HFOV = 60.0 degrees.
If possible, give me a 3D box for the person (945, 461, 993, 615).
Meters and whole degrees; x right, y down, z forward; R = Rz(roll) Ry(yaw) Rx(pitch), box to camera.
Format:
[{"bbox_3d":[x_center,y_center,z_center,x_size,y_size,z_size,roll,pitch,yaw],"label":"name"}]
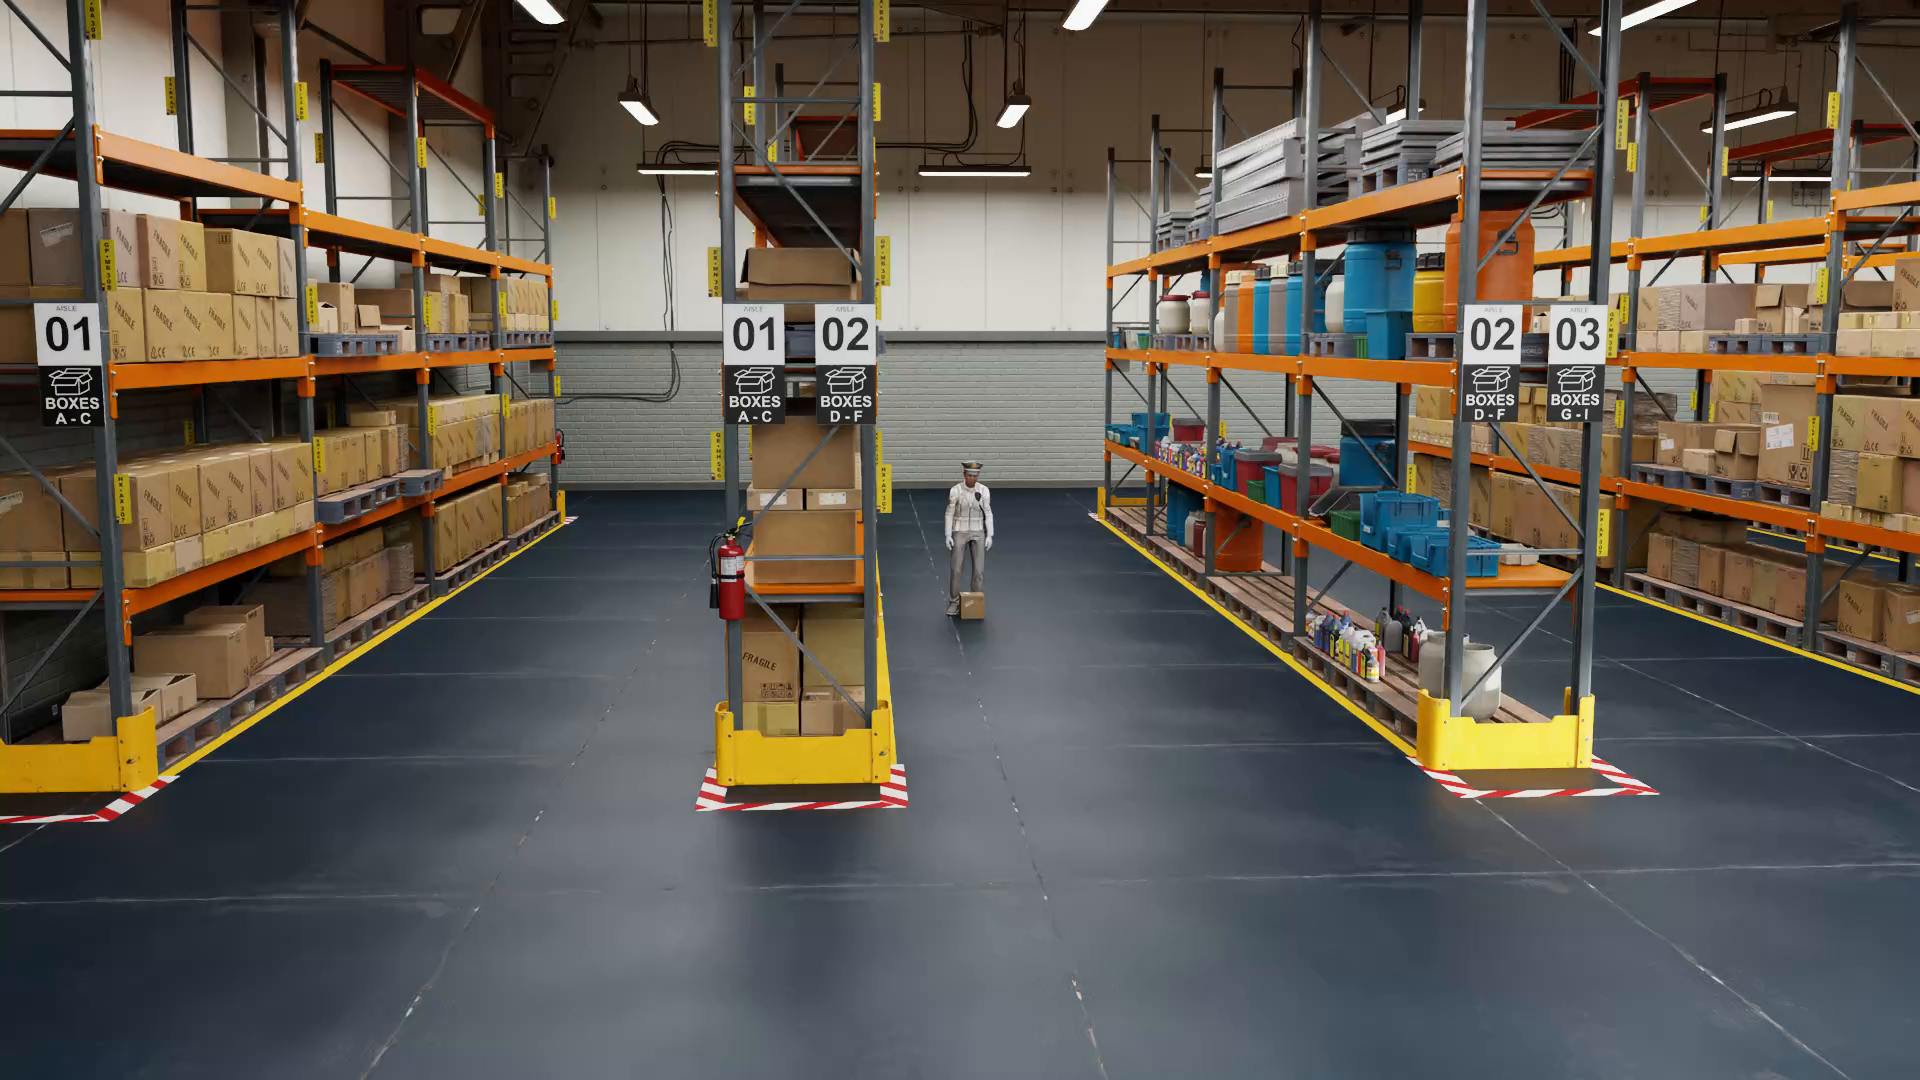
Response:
[{"bbox_3d":[0.100,-0.026,17.951,0.531,1.663,0.413,-1,7,-6],"label":"person"}]
